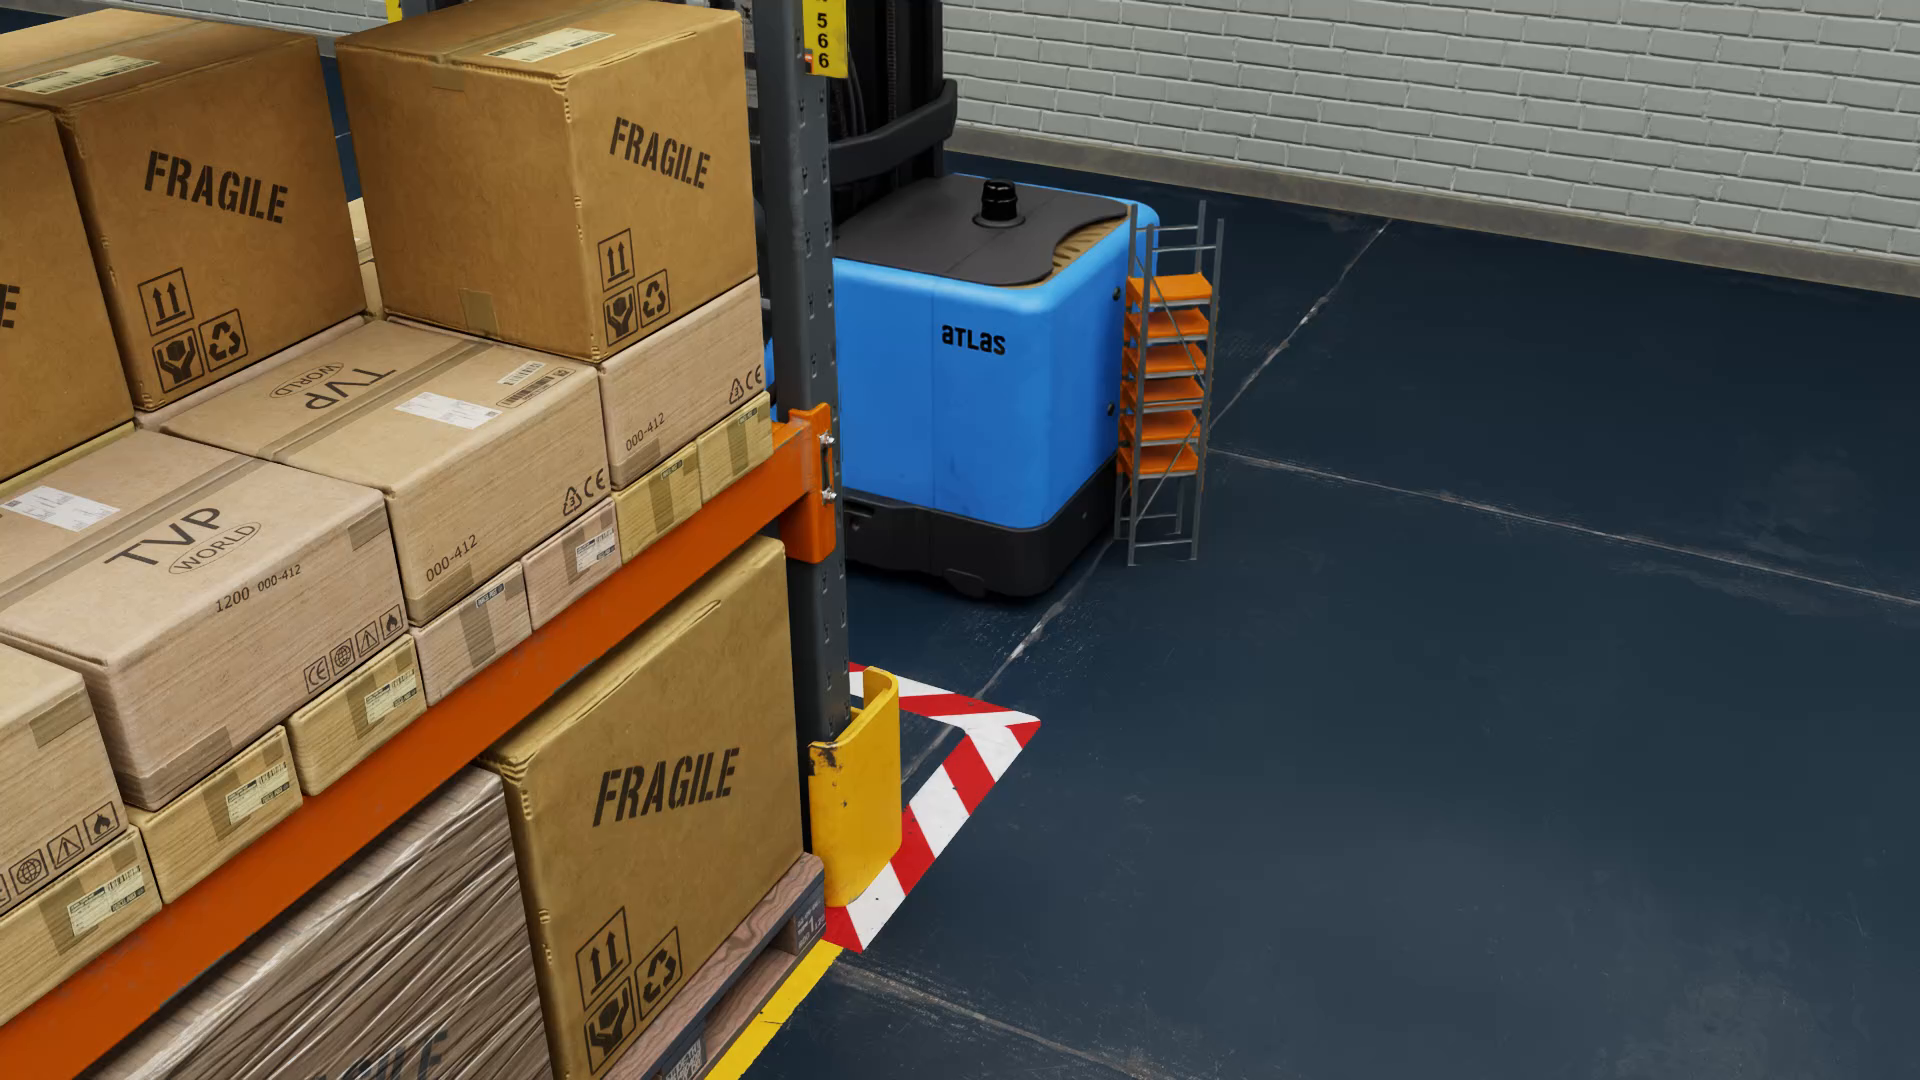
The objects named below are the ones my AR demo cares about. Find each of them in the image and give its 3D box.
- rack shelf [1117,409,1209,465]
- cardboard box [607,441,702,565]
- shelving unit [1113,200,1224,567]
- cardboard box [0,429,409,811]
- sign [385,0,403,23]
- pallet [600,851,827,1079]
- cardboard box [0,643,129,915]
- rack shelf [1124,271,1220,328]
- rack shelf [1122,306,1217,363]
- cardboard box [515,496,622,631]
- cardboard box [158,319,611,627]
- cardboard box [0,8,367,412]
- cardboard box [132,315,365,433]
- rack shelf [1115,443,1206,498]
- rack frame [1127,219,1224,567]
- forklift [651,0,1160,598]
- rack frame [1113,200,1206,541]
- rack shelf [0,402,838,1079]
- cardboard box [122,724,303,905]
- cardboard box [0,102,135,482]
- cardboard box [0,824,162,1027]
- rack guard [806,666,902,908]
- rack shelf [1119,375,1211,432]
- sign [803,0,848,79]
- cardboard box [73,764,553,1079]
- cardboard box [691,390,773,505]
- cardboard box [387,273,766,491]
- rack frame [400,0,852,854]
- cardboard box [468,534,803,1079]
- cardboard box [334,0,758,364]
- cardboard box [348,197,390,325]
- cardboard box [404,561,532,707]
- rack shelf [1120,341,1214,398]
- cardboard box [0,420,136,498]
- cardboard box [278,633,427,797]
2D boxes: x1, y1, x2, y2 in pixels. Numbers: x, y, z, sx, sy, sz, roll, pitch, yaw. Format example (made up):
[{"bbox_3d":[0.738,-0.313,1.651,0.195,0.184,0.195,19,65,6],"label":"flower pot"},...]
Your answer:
[{"bbox_3d":[0.665,-0.342,5.471,0.258,0.103,0.180,-5,30,-9],"label":"rack shelf"},{"bbox_3d":[-0.725,-0.113,3.186,0.380,0.149,0.250,15,33,24],"label":"cardboard box"},{"bbox_3d":[0.665,-0.485,5.389,0.258,1.200,0.189,-5,30,-9],"label":"shelving unit"},{"bbox_3d":[-1.187,0.092,2.430,0.500,0.250,0.500,13,32,22],"label":"cardboard box"},{"bbox_3d":[-1.231,-1.108,3.718,0.100,0.325,0.005,14,33,23],"label":"sign"},{"bbox_3d":[-1.034,1.012,3.776,1.003,0.211,1.213,14,33,23],"label":"pallet"},{"bbox_3d":[-1.421,0.324,2.026,0.500,0.250,0.500,14,33,23],"label":"cardboard box"},{"bbox_3d":[0.665,-0.758,5.232,0.258,0.103,0.180,-5,30,-9],"label":"rack shelf"},{"bbox_3d":[0.665,-0.654,5.292,0.258,0.103,0.180,-5,30,-9],"label":"rack shelf"},{"bbox_3d":[-0.841,-0.001,2.992,0.380,0.149,0.250,14,33,23],"label":"cardboard box"},{"bbox_3d":[-0.955,-0.134,2.823,0.500,0.250,0.500,14,33,22],"label":"cardboard box"},{"bbox_3d":[-1.426,-0.586,2.857,0.500,0.500,0.500,13,33,22],"label":"cardboard box"},{"bbox_3d":[-1.429,-0.250,3.025,0.500,0.250,0.500,14,33,23],"label":"cardboard box"},{"bbox_3d":[0.665,-0.238,5.531,0.258,0.103,0.180,-5,30,-9],"label":"rack shelf"},{"bbox_3d":[0.681,-0.440,5.311,0.240,1.200,0.006,-5,30,-9],"label":"rack frame"},{"bbox_3d":[-0.870,-1.586,5.568,3.031,2.935,1.130,14,33,23],"label":"forklift"},{"bbox_3d":[0.649,-0.530,5.467,0.240,1.200,0.006,-5,30,-9],"label":"rack frame"},{"bbox_3d":[-1.650,0.629,2.365,1.077,0.370,4.000,14,33,23],"label":"rack shelf"},{"bbox_3d":[-1.190,0.340,2.398,0.380,0.149,0.250,14,33,23],"label":"cardboard box"},{"bbox_3d":[-1.657,-0.355,2.454,0.500,0.500,0.500,13,32,22],"label":"cardboard box"},{"bbox_3d":[-1.305,0.449,2.207,0.380,0.149,0.250,15,33,24],"label":"cardboard box"},{"bbox_3d":[-0.728,0.504,4.371,1.175,0.500,0.348,14,33,23],"label":"rack guard"},{"bbox_3d":[0.665,-0.446,5.411,0.258,0.103,0.180,-5,30,-9],"label":"rack shelf"},{"bbox_3d":[-0.262,-1.045,3.157,0.100,0.325,0.005,14,33,23],"label":"sign"},{"bbox_3d":[-1.374,0.875,2.926,0.875,0.875,0.875,14,33,23],"label":"cardboard box"},{"bbox_3d":[-0.608,-0.228,3.387,0.380,0.149,0.250,15,33,24],"label":"cardboard box"},{"bbox_3d":[-0.724,-0.359,3.214,0.500,0.250,0.500,14,33,23],"label":"cardboard box"},{"bbox_3d":[-0.739,-0.570,3.730,1.000,3.000,0.127,14,33,23],"label":"rack frame"},{"bbox_3d":[-0.960,0.471,3.629,0.875,0.875,0.875,14,33,23],"label":"cardboard box"},{"bbox_3d":[-0.727,-0.683,3.026,0.500,0.500,0.500,15,33,24],"label":"cardboard box"},{"bbox_3d":[-1.198,-0.482,3.429,0.500,0.250,0.500,13,32,22],"label":"cardboard box"},{"bbox_3d":[-0.956,0.109,2.800,0.380,0.149,0.250,15,33,24],"label":"cardboard box"},{"bbox_3d":[0.665,-0.550,5.351,0.258,0.103,0.180,-5,30,-9],"label":"rack shelf"},{"bbox_3d":[-1.661,-0.028,2.639,0.500,0.250,0.500,13,32,22],"label":"cardboard box"},{"bbox_3d":[-1.072,0.225,2.598,0.380,0.149,0.250,14,33,22],"label":"cardboard box"}]
